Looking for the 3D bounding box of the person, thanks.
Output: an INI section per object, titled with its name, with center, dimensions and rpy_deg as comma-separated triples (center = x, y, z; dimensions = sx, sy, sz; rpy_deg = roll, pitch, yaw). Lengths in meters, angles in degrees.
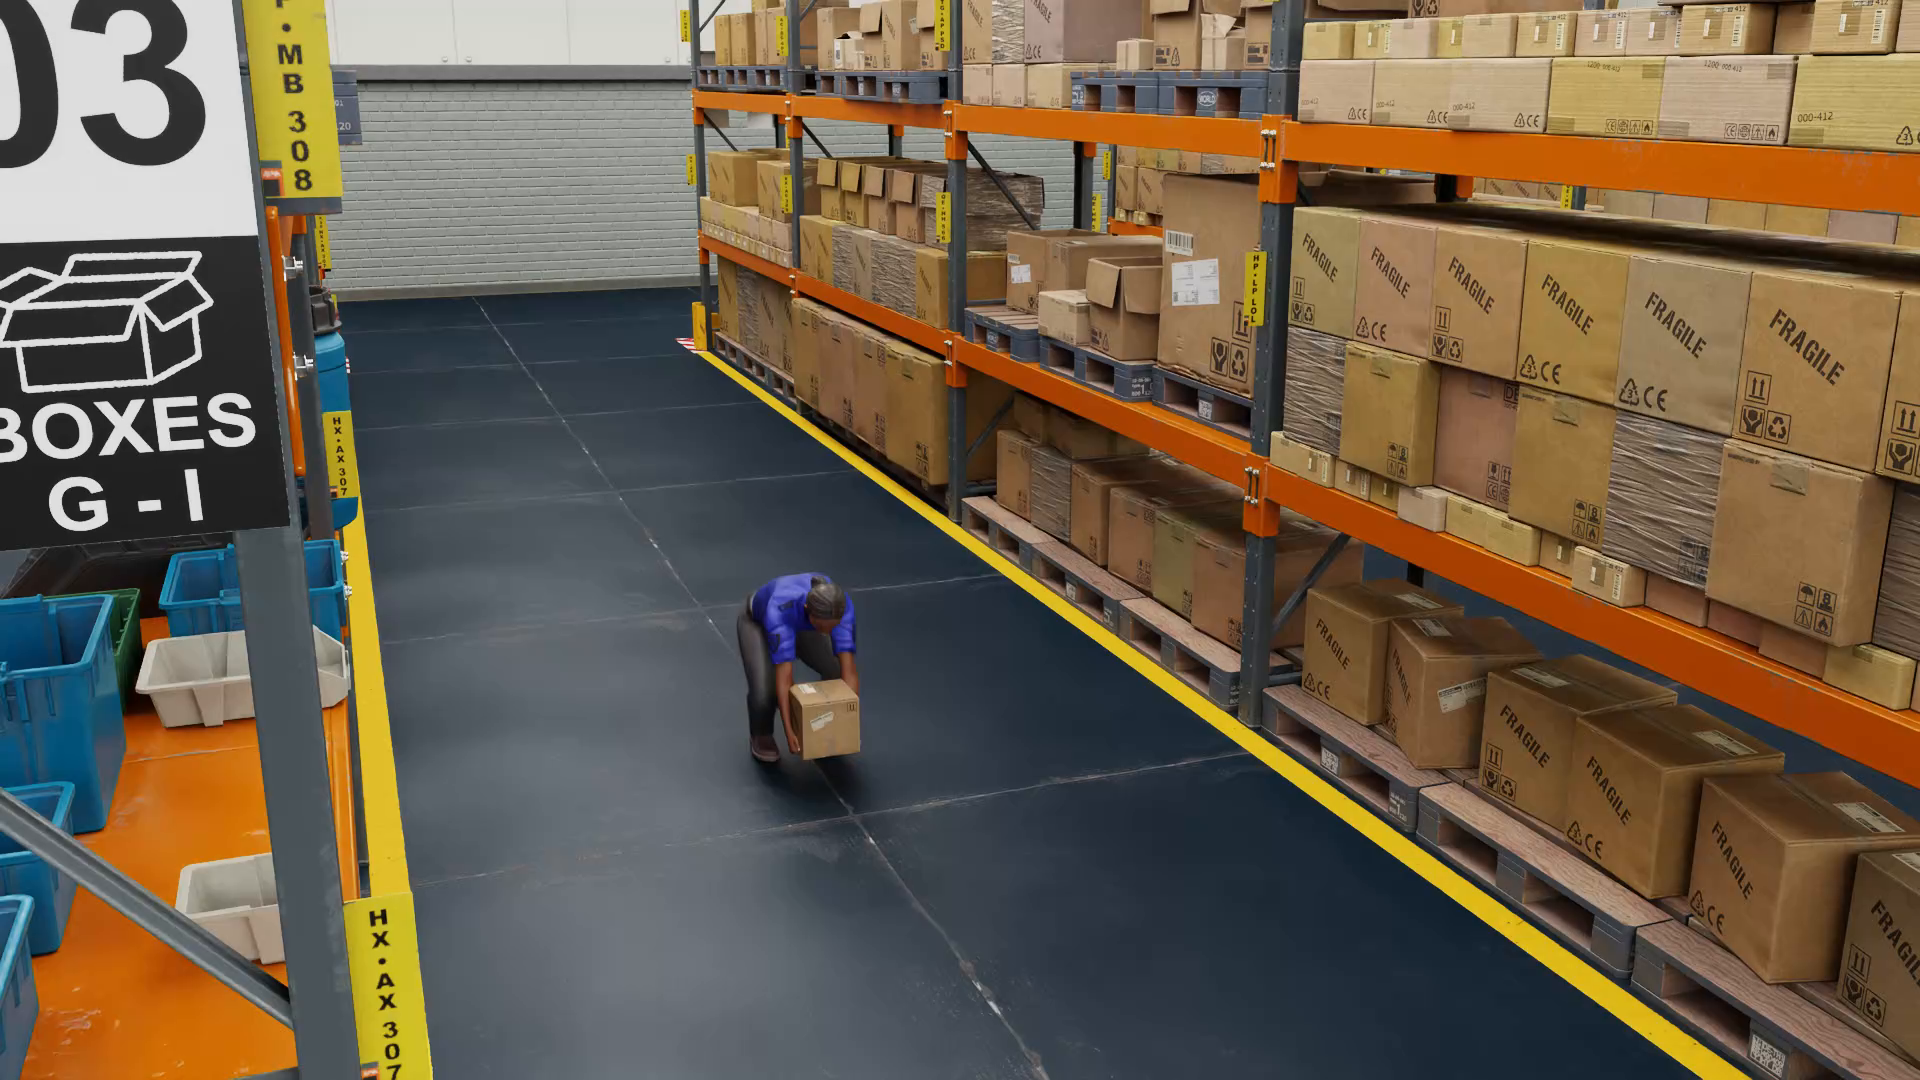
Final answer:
[person]
center = -0.713, 0.552, 7.418
dimensions = 0.473, 0.939, 0.867
rpy_deg = -7, 17, -22
